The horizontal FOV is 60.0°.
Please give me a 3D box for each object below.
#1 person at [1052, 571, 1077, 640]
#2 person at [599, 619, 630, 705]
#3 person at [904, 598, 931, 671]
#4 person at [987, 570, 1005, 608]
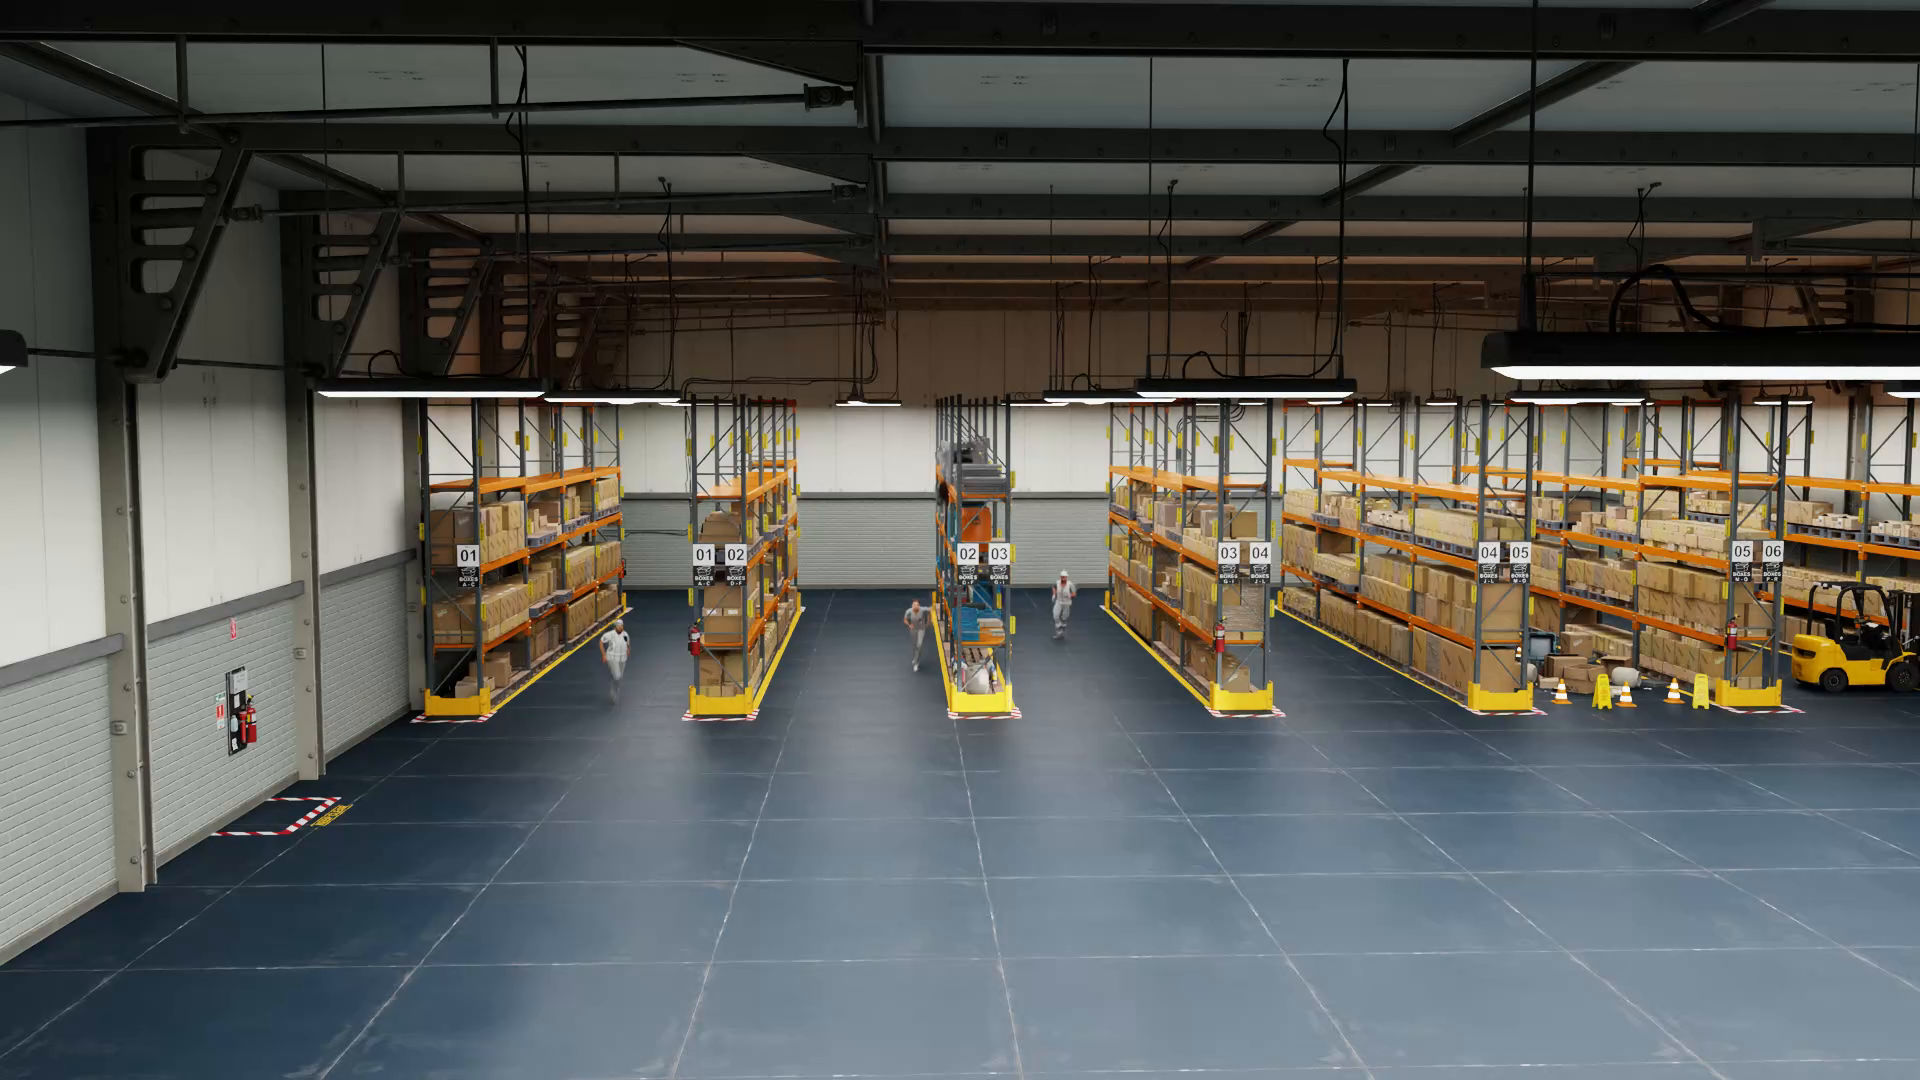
[{"bbox_3d":[2.601,1.597,41.401,0.628,1.711,0.970,1,5,9],"label":"person"},{"bbox_3d":[-6.698,2.375,32.397,0.549,1.676,0.802,-4,6,-40],"label":"person"},{"bbox_3d":[-0.937,2.058,36.769,0.603,1.628,0.969,0,4,0],"label":"person"},{"bbox_3d":[1.018,1.147,47.961,0.636,1.642,0.821,-3,6,-37],"label":"person"}]
